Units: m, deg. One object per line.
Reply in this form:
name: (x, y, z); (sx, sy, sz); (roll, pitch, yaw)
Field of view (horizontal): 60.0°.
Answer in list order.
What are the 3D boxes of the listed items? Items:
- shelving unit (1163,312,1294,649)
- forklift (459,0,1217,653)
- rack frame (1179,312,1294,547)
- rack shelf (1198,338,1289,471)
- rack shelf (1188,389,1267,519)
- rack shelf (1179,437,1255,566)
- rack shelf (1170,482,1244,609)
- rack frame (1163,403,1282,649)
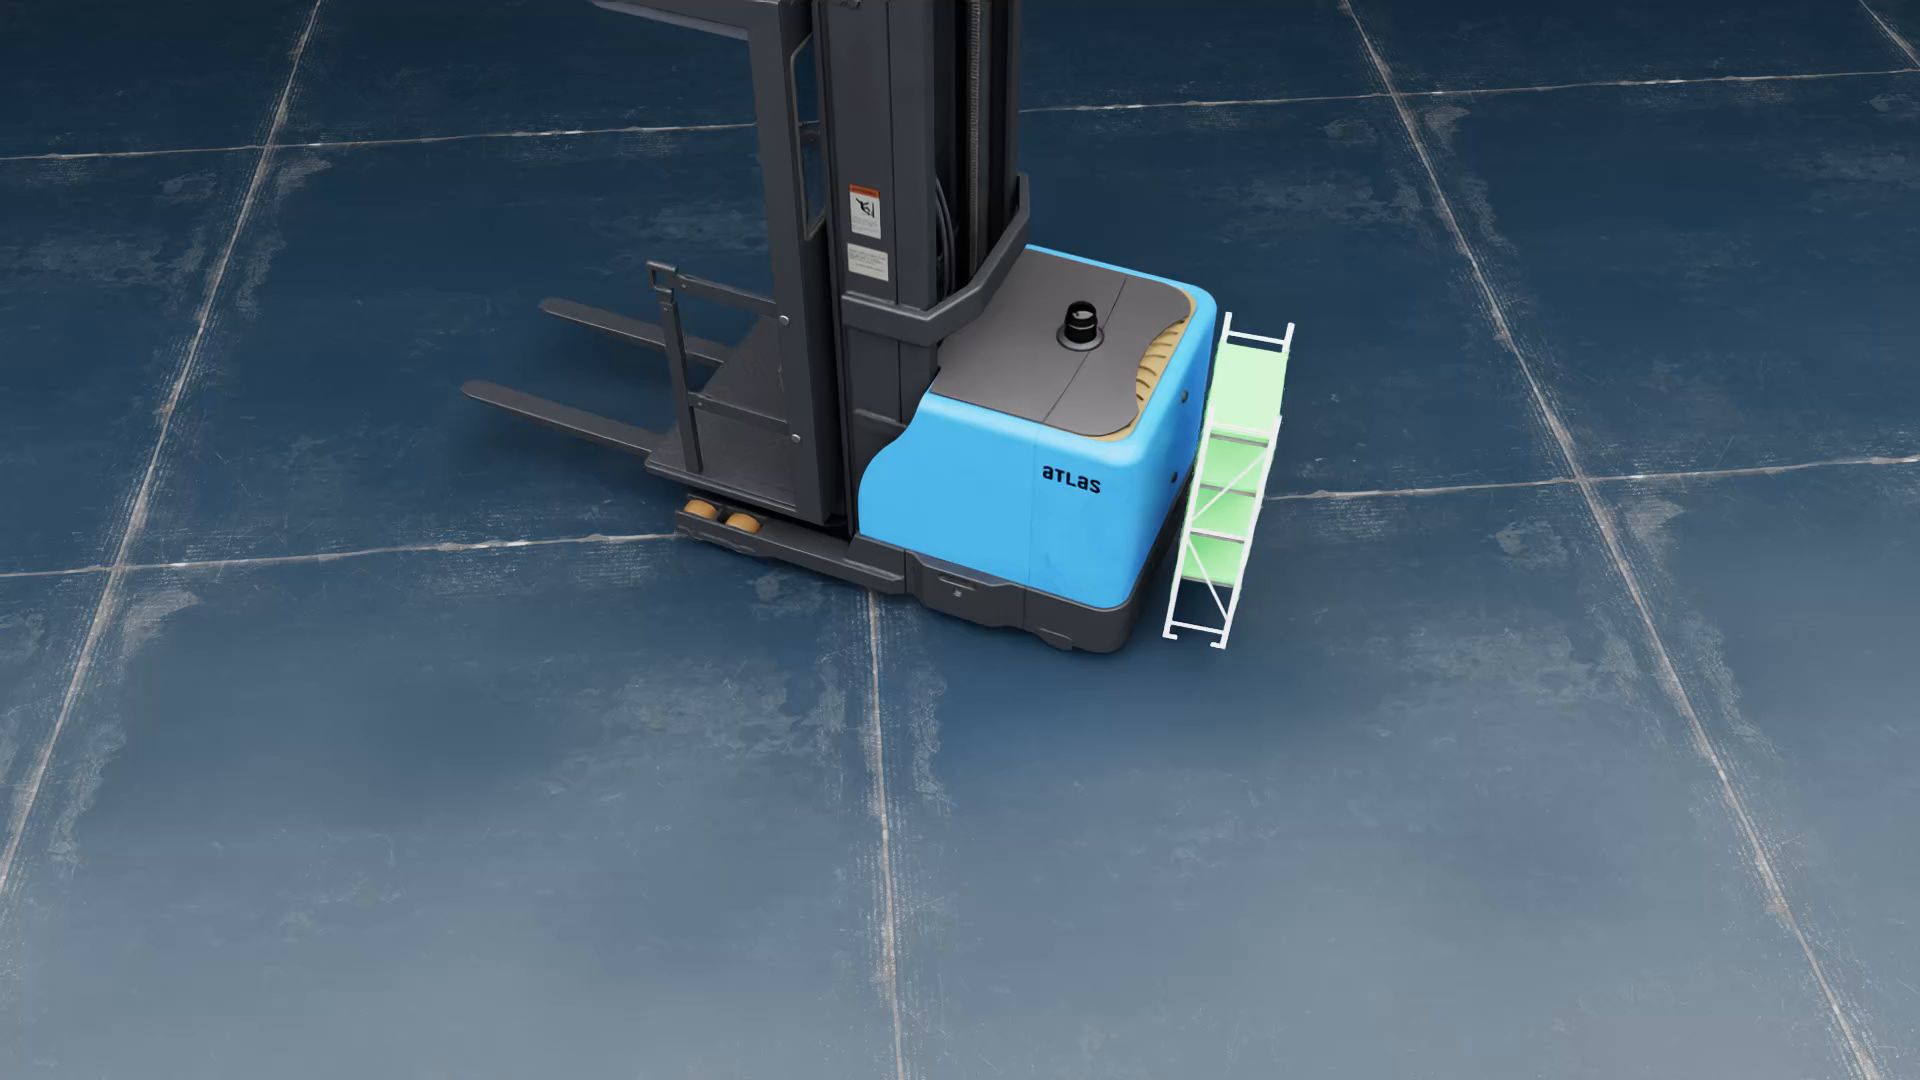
shelving unit: (0.974, -0.192, 6.098); (0.258, 1.200, 0.503); (11, 47, 7)
forklift: (-0.601, -1.288, 5.951); (3.031, 2.935, 1.130); (17, 49, 16)
rack frame: (1.027, -0.365, 6.262); (0.240, 1.200, 0.015); (11, 47, 7)
rack shelf: (0.990, -0.475, 5.794); (0.258, 0.148, 0.480); (11, 47, 7)
rack shelf: (0.981, -0.312, 5.969); (0.258, 0.148, 0.480); (11, 47, 7)
rack shelf: (0.971, -0.149, 6.145); (0.258, 0.148, 0.480); (11, 47, 7)
rack shelf: (0.962, 0.015, 6.321); (0.258, 0.148, 0.480); (11, 47, 7)
rack frame: (0.920, -0.019, 5.935); (0.240, 1.200, 0.015); (11, 47, 7)
